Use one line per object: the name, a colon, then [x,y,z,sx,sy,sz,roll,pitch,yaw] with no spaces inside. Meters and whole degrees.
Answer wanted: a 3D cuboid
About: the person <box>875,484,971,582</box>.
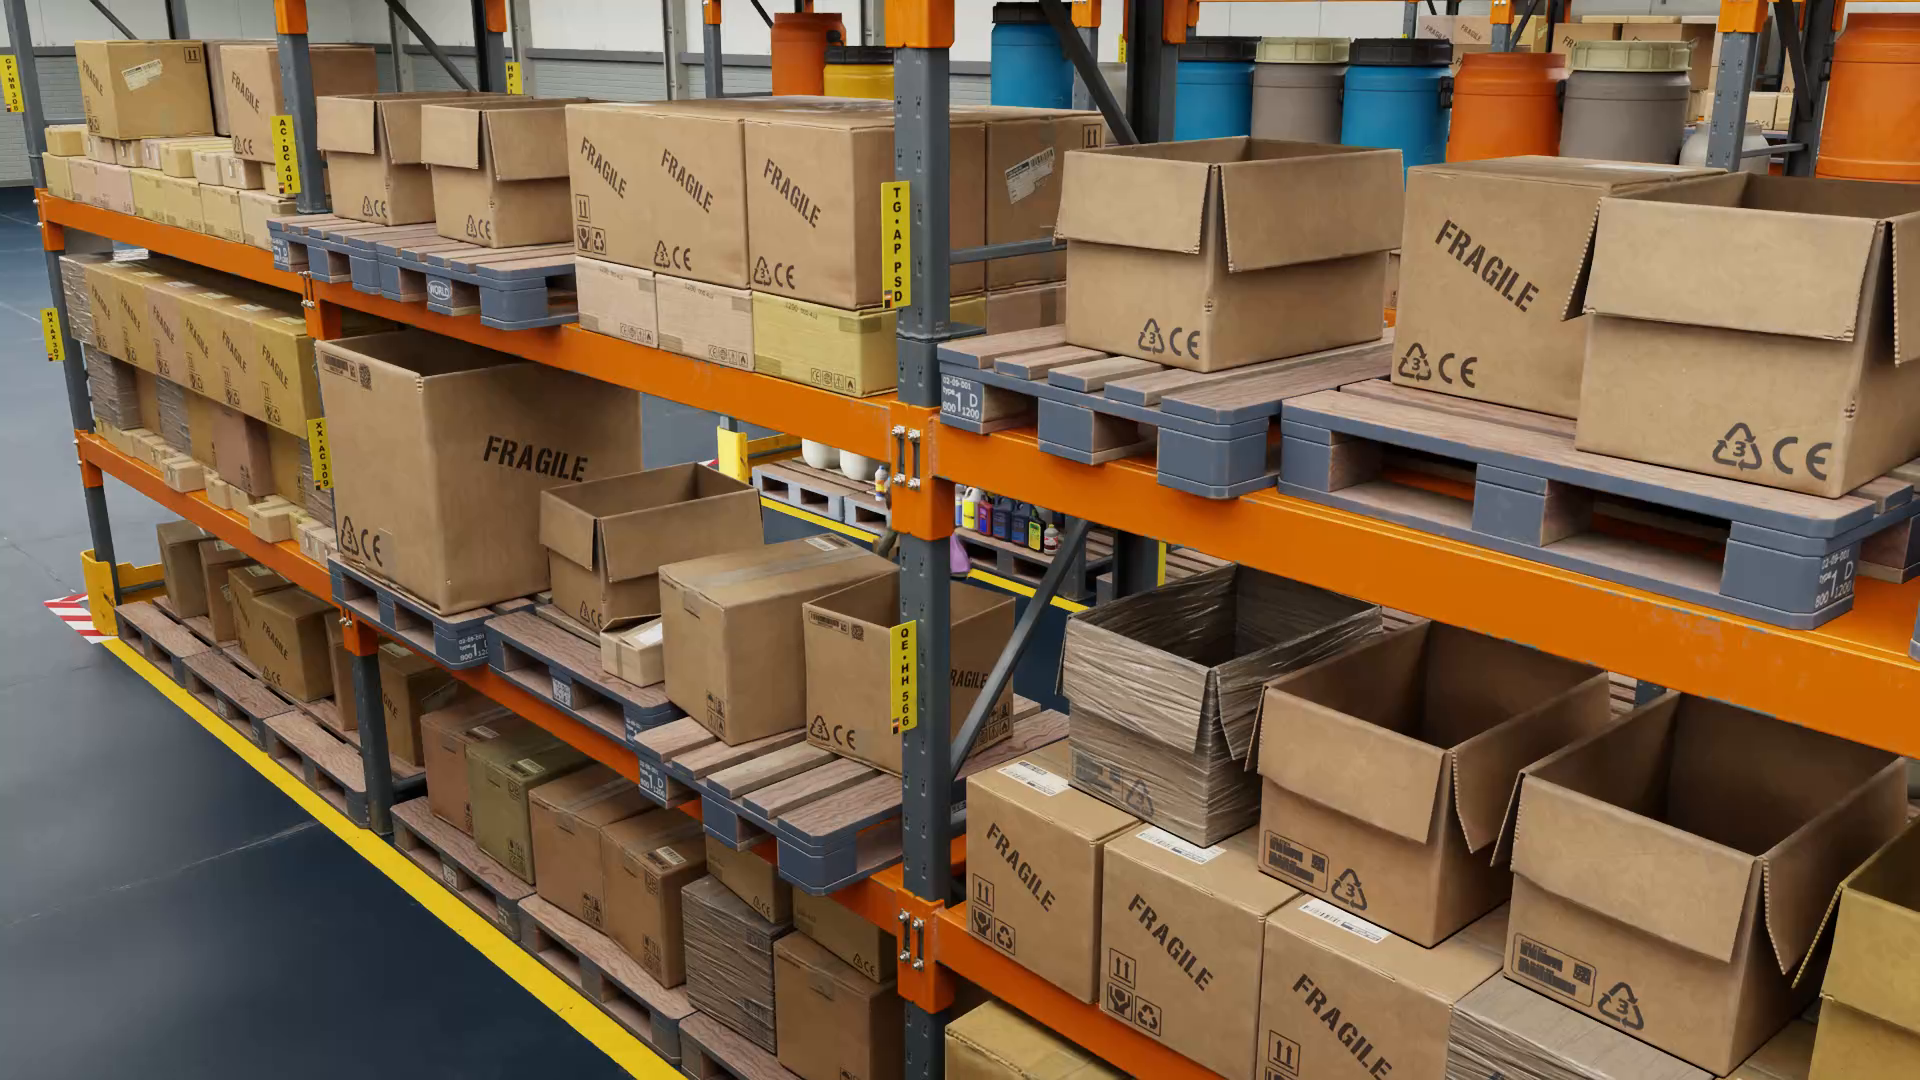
person: [-0.269,0.096,10.969,0.472,0.874,0.807,-10,20,-29]
